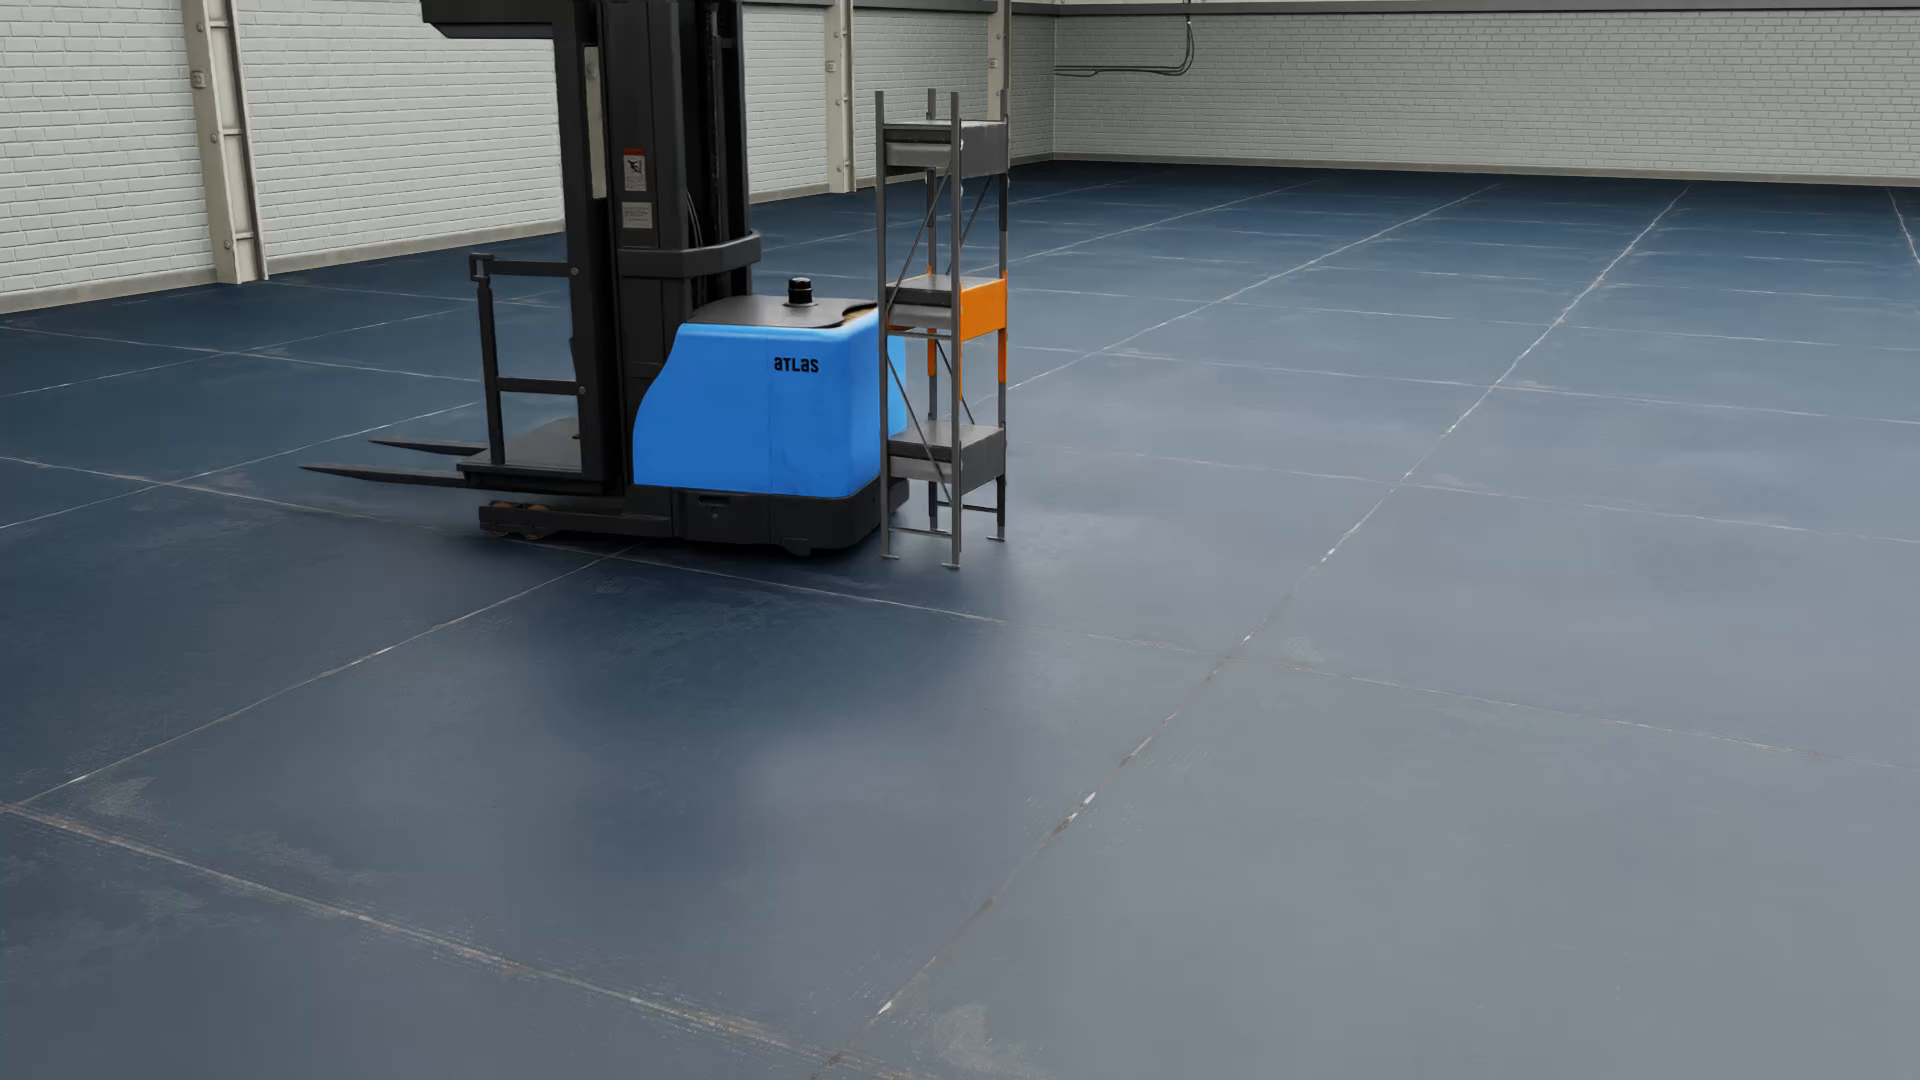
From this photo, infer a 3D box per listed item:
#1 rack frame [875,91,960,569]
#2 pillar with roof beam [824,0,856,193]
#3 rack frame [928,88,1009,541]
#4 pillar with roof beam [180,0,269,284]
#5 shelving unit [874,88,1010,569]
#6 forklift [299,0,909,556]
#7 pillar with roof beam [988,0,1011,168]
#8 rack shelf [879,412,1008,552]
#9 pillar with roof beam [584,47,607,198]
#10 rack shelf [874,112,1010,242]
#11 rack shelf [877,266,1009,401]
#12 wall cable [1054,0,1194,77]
[{"bbox_3d":[-0.183,-0.902,7.374,0.400,2.100,0.015,8,18,25],"label":"rack frame"},{"bbox_3d":[1.922,-9.459,24.066,9.100,9.000,0.400,8,18,25],"label":"pillar with roof beam"},{"bbox_3d":[0.035,-1.027,7.793,0.400,2.100,0.015,8,18,25],"label":"rack frame"},{"bbox_3d":[-3.440,-6.402,13.775,9.100,9.000,0.400,8,18,25],"label":"pillar with roof beam"},{"bbox_3d":[-0.074,-0.964,7.583,0.431,2.100,0.503,8,18,25],"label":"shelving unit"},{"bbox_3d":[-1.834,-1.544,8.074,3.031,2.935,1.130,4,17,15],"label":"forklift"},{"bbox_3d":[4.603,-10.987,29.211,9.100,9.000,0.400,8,18,25],"label":"pillar with roof beam"},{"bbox_3d":[-0.074,-0.280,7.787,0.431,0.518,0.480,8,18,25],"label":"rack shelf"},{"bbox_3d":[-0.759,-7.931,18.920,9.100,9.000,0.400,8,18,25],"label":"pillar with roof beam"},{"bbox_3d":[-0.074,-1.622,7.388,0.431,0.518,0.480,8,18,25],"label":"rack shelf"},{"bbox_3d":[-0.074,-0.951,7.587,0.431,0.518,0.480,8,18,25],"label":"rack shelf"},{"bbox_3d":[3.251,-10.629,33.458,3.097,2.526,0.112,8,18,25],"label":"wall cable"}]
